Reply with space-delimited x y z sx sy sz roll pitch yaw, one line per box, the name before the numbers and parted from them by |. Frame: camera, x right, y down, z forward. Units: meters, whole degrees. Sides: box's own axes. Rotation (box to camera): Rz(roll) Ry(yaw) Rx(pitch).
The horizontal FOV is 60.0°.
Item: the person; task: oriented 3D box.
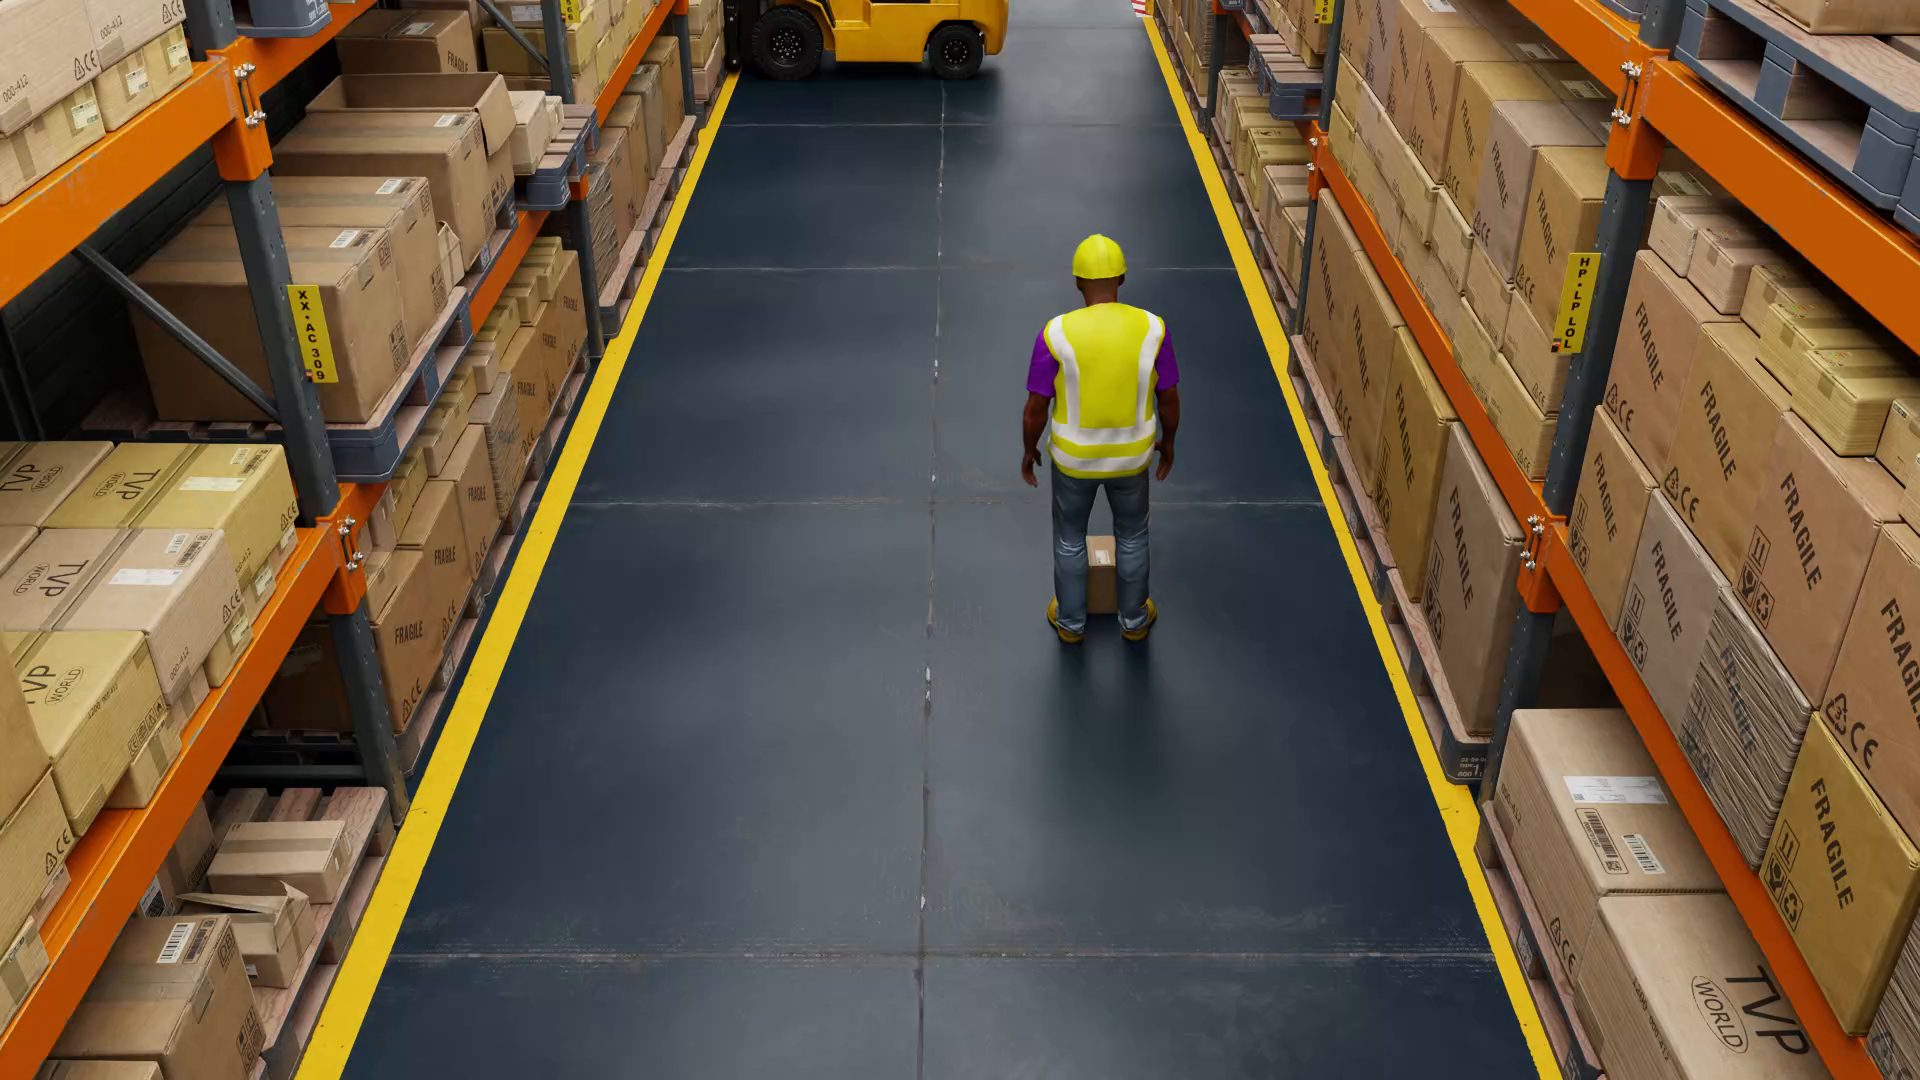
person | 0.562 -0.374 6.731 0.635 1.760 0.458 -2 31 -3
